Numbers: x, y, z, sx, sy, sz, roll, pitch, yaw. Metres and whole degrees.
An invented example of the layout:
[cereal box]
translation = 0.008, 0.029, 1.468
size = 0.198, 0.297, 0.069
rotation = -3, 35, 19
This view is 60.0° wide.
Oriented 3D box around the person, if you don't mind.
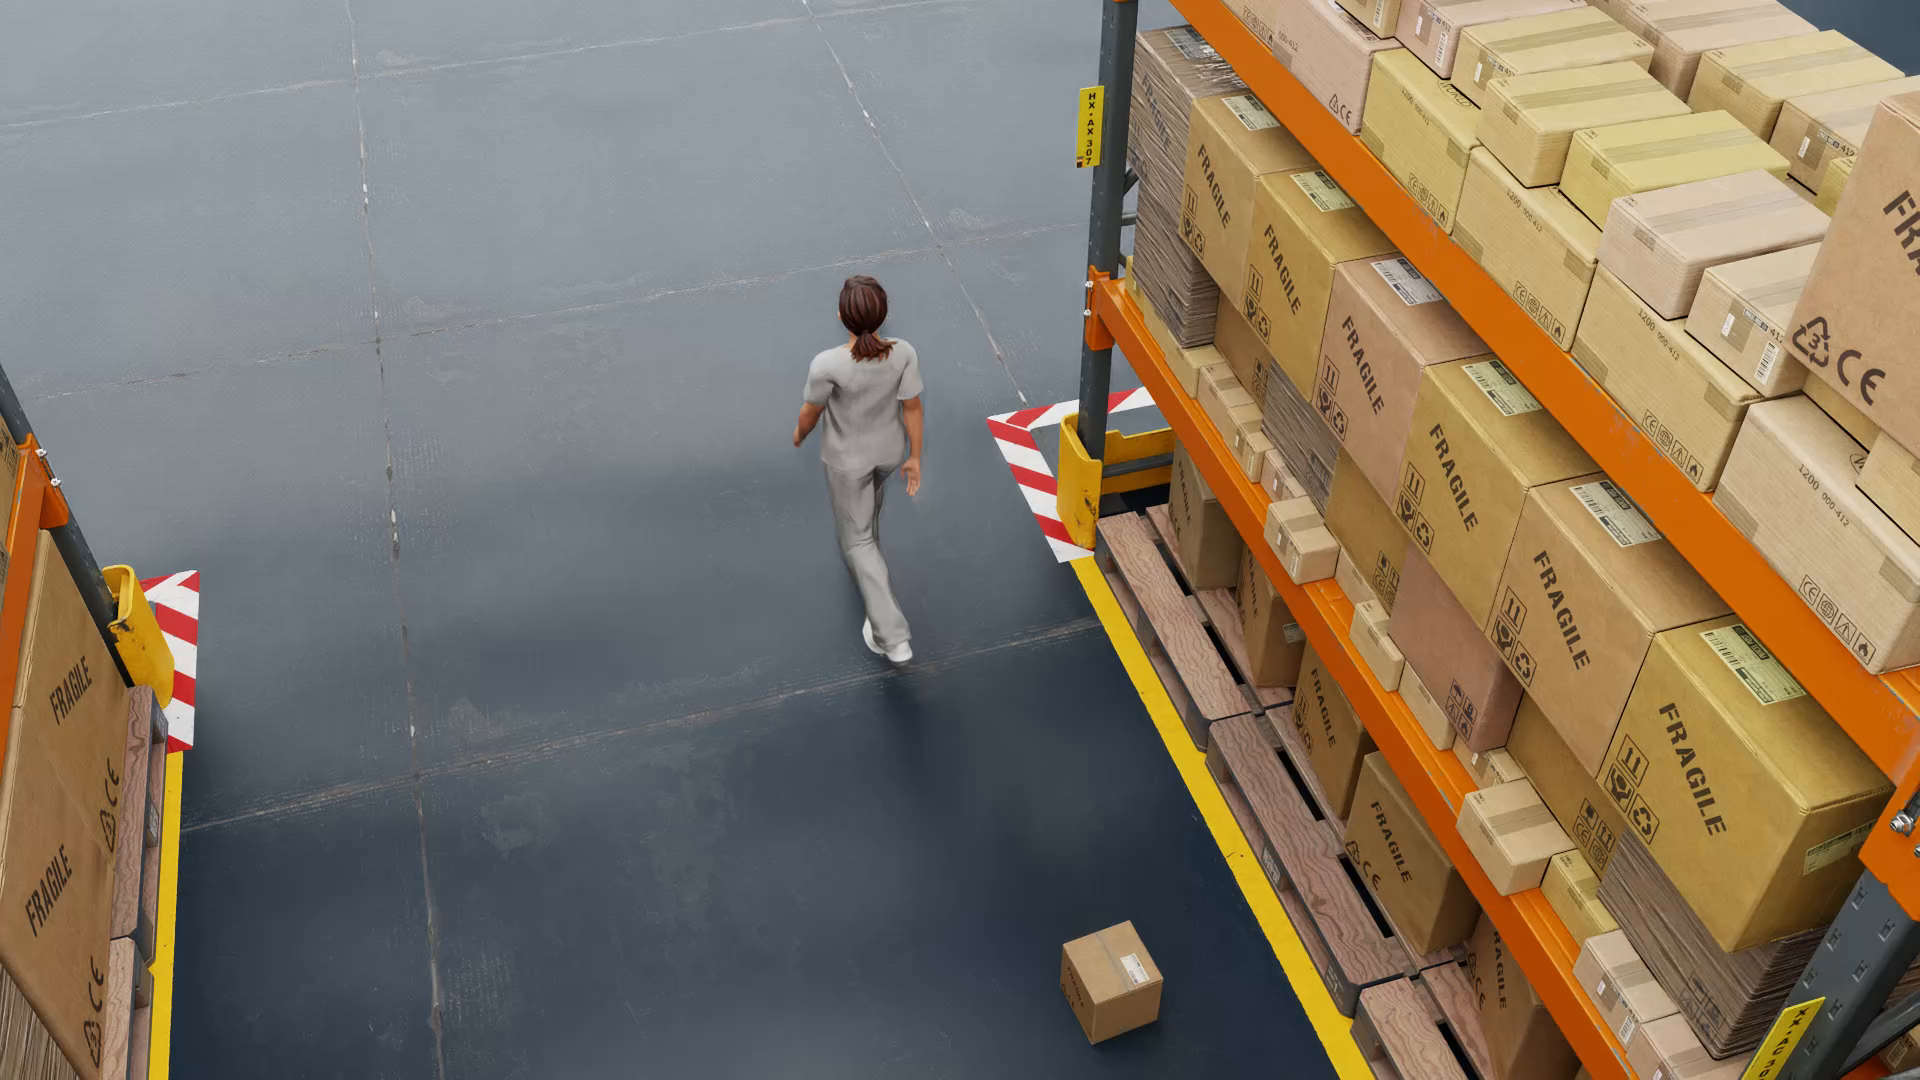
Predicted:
[person]
translation = -0.385, -0.353, 6.557
size = 0.450, 1.609, 1.051
rotation = -18, 45, -19
